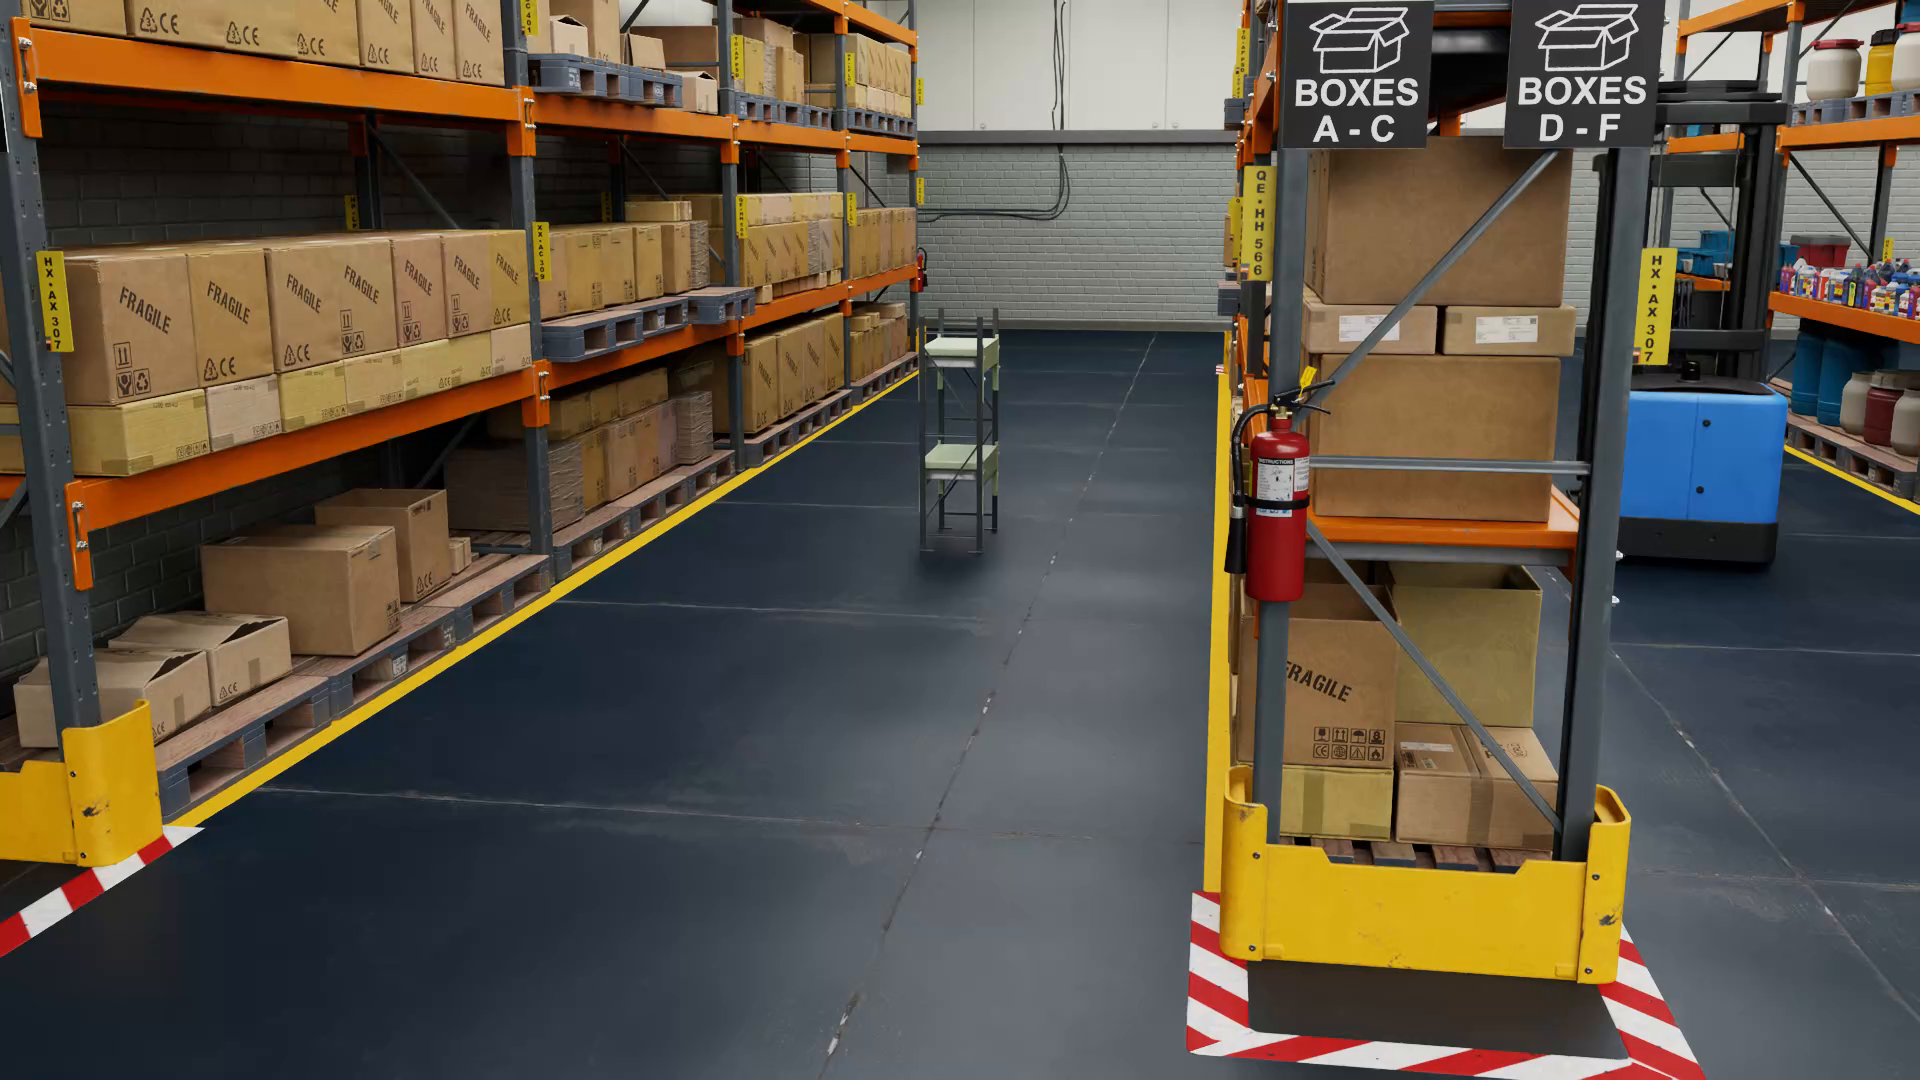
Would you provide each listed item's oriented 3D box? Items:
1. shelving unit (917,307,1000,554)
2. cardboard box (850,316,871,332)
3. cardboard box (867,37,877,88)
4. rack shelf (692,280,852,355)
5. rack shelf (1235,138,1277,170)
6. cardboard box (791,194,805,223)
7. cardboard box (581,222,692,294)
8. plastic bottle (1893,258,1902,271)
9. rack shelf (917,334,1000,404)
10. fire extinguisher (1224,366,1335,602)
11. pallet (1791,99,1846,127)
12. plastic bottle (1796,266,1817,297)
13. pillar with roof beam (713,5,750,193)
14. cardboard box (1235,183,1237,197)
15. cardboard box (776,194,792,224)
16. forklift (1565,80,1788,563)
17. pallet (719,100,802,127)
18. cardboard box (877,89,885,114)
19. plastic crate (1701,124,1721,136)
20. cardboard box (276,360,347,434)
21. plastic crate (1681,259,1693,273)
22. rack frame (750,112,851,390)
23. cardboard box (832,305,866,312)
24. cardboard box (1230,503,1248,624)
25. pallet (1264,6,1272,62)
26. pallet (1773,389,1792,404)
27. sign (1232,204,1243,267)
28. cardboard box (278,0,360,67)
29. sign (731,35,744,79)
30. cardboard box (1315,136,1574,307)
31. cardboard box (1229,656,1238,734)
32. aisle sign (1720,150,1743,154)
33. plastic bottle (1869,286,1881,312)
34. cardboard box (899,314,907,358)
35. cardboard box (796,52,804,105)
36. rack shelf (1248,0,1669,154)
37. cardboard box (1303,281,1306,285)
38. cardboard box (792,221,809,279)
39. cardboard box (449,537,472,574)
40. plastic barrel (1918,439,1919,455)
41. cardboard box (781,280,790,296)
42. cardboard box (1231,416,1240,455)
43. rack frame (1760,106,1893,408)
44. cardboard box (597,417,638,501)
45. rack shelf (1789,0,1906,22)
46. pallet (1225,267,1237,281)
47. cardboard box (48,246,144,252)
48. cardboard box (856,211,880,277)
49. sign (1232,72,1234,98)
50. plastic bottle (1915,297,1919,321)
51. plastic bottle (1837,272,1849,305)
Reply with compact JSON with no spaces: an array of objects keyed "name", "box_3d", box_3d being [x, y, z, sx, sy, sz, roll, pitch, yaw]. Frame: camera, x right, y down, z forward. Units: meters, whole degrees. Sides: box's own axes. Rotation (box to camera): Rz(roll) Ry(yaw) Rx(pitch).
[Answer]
[{"name":"shelving unit","box_3d":[-0.001,-0.732,10.829,0.431,1.500,0.755,2,12,9]},{"name":"cardboard box","box_3d":[-1.200,-2.389,18.354,0.380,0.149,0.250,2,12,11]},{"name":"cardboard box","box_3d":[-1.189,-5.131,17.903,0.500,0.500,0.500,2,12,7]},{"name":"rack shelf","box_3d":[-1.957,-2.102,15.337,1.077,0.370,4.000,2,12,9]},{"name":"rack shelf","box_3d":[3.554,-4.242,18.143,1.077,0.370,4.000,2,12,9]},{"name":"cardboard box","box_3d":[-1.712,-3.017,15.103,0.500,0.250,0.500,2,12,7]},{"name":"cardboard box","box_3d":[-2.386,-2.086,12.273,0.700,0.500,0.500,1,12,3]},{"name":"plastic bottle","box_3d":[8.322,-2.323,14.771,0.144,0.351,0.185,2,12,9]},{"name":"rack shelf","box_3d":[-0.001,-1.113,10.747,0.431,0.370,0.720,2,12,9]},{"name":"fire extinguisher","box_3d":[0.924,-0.165,4.824,0.296,0.674,0.183,2,12,9]},{"name":"pallet","box_3d":[8.116,-3.757,14.635,1.213,0.211,1.003,2,12,9]},{"name":"plastic bottle","box_3d":[7.636,-2.329,14.973,0.152,0.276,0.135,2,12,9]},{"name":"pillar with roof beam","box_3d":[1.858,-5.837,16.720,9.100,9.000,0.400,2,12,9]},{"name":"cardboard box","box_3d":[3.533,-3.997,19.811,0.500,0.500,0.500,2,12,10]},{"name":"cardboard box","box_3d":[-1.785,-2.911,14.609,0.500,0.250,0.500,2,12,9]},{"name":"forklift","box_3d":[4.818,-1.556,11.256,1.130,2.935,3.031,3,13,15]},{"name":"pallet","box_3d":[-2.048,-3.780,14.744,1.003,0.211,1.213,2,12,11]},{"name":"cardboard box","box_3d":[-1.118,-4.866,18.452,0.500,0.250,0.500,2,12,7]},{"name":"plastic crate","box_3d":[8.249,-4.509,17.823,0.504,0.338,0.767,2,12,9]},{"name":"cardboard box","box_3d":[-2.956,-0.615,7.034,0.500,0.250,0.500,2,12,8]},{"name":"plastic crate","box_3d":[8.157,-3.037,18.447,0.250,0.136,0.298,2,12,9]},{"name":"rack frame","box_3d":[-1.649,-2.870,17.193,1.000,3.000,0.127,2,12,9]},{"name":"cardboard box","box_3d":[-1.337,-2.730,19.936,0.380,0.149,0.250,2,12,9]},{"name":"cardboard box","box_3d":[1.407,0.126,7.041,0.500,0.500,0.500,2,12,9]},{"name":"pallet","box_3d":[1.910,-2.290,7.590,1.003,0.211,1.213,2,12,9]},{"name":"pallet","box_3d":[8.215,-1.341,16.713,1.003,0.211,1.213,2,12,9]},{"name":"sign","box_3d":[1.478,-1.588,8.683,0.100,0.325,0.005,2,12,9]},{"name":"cardboard box","box_3d":[-2.941,-2.290,7.095,0.500,0.500,0.500,3,12,12]},{"name":"sign","box_3d":[-1.728,-3.739,12.875,0.100,0.325,0.005,2,12,9]},{"name":"cardboard box","box_3d":[1.493,-1.004,5.213,0.700,0.500,0.500,2,12,9]},{"name":"cardboard box","box_3d":[1.332,0.596,6.636,0.500,0.250,0.500,2,12,9]},{"name":"aisle sign","box_3d":[9.056,-4.658,19.319,0.394,0.787,0.004,2,12,9]},{"name":"plastic bottle","box_3d":[7.342,-1.931,13.305,0.097,0.201,0.097,0,12,0]},{"name":"cardboard box","box_3d":[-1.043,-2.538,20.584,0.700,0.500,0.500,2,12,9]},{"name":"cardboard box","box_3d":[-1.893,-4.421,15.986,0.700,0.500,0.500,1,12,6]},{"name":"rack shelf","box_3d":[1.708,-1.744,6.552,1.077,0.370,4.000,2,12,9]},{"name":"cardboard box","box_3d":[1.430,-0.879,6.176,0.380,0.149,0.250,2,12,10]},{"name":"cardboard box","box_3d":[-1.697,-2.655,15.204,0.500,0.500,0.500,2,12,10]},{"name":"cardboard box","box_3d":[-2.932,0.077,9.196,0.380,0.166,0.250,0,12,1]},{"name":"plastic barrel","box_3d":[7.583,-0.964,12.499,0.600,0.830,0.708,2,12,9]},{"name":"cardboard box","box_3d":[-1.759,-2.305,15.120,0.380,0.149,0.250,2,12,9]},{"name":"cardboard box","box_3d":[2.107,-0.698,11.312,0.500,0.311,0.500,2,12,7]},{"name":"rack frame","box_3d":[8.140,-2.549,15.703,1.000,3.000,0.127,2,12,9]},{"name":"cardboard box","box_3d":[-2.634,-0.566,11.389,0.700,0.500,0.500,2,12,9]},{"name":"rack shelf","box_3d":[7.833,-4.519,13.257,1.077,0.370,4.000,2,12,9]},{"name":"pallet","box_3d":[3.016,-2.454,15.716,1.003,0.211,1.213,2,12,9]},{"name":"cardboard box","box_3d":[-3.545,-0.885,6.508,0.500,0.500,0.500,2,12,9]},{"name":"cardboard box","box_3d":[-1.432,-3.281,18.387,0.980,0.700,0.700,2,12,7]},{"name":"sign","box_3d":[3.325,-5.455,19.989,0.100,0.325,0.005,2,12,9]},{"name":"plastic bottle","box_3d":[7.201,-1.741,12.424,0.097,0.201,0.097,0,12,0]},{"name":"plastic bottle","box_3d":[7.455,-2.118,14.007,0.097,0.271,0.097,0,12,0]}]
